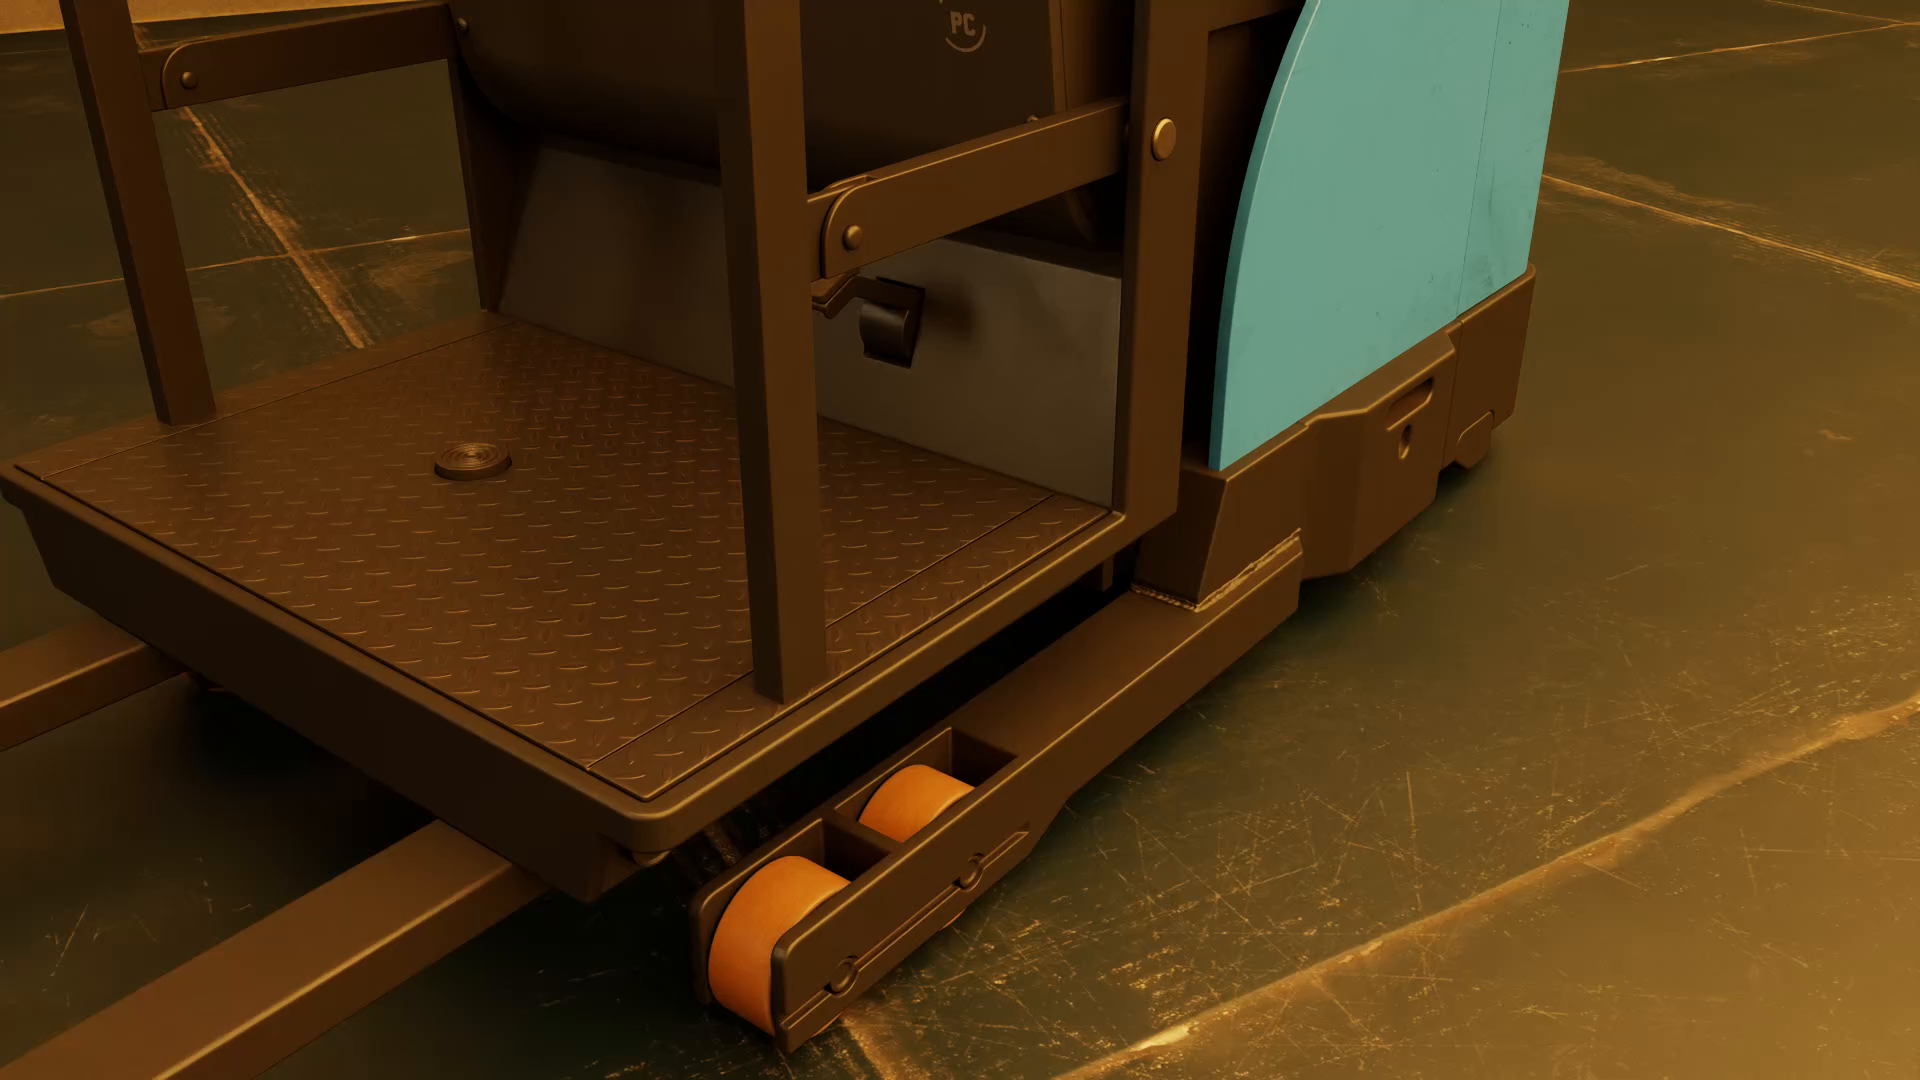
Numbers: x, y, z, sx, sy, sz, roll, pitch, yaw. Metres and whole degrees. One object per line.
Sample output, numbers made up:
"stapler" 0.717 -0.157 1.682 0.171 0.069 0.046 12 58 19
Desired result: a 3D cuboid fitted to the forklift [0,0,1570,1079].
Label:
"forklift" -0.375 -1.090 1.409 1.130 2.935 3.031 19 33 33
